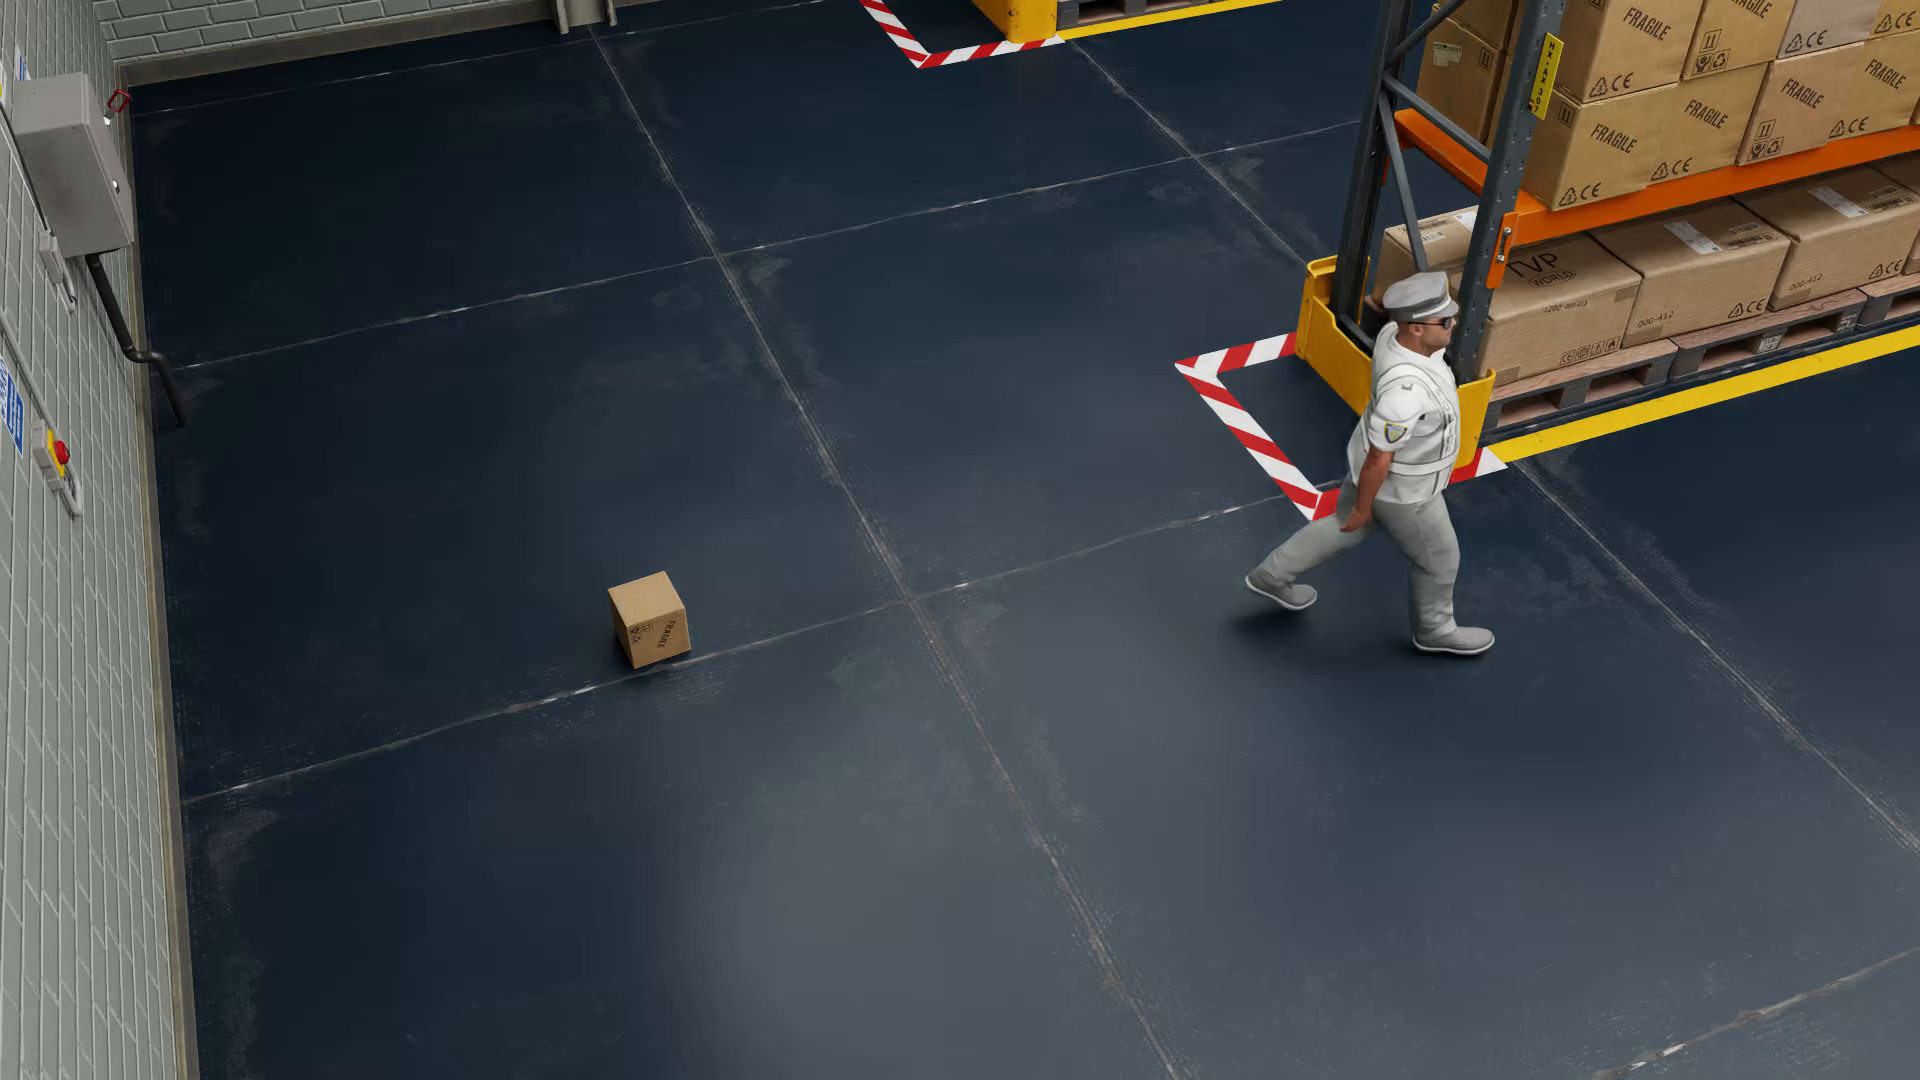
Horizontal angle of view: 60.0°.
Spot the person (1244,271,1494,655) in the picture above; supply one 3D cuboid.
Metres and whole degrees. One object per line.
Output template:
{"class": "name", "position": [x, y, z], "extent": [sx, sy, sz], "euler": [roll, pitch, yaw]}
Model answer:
{"class": "person", "position": [1.709, -0.292, 6.464], "extent": [1.033, 1.727, 0.529], "euler": [2, 42, 3]}
